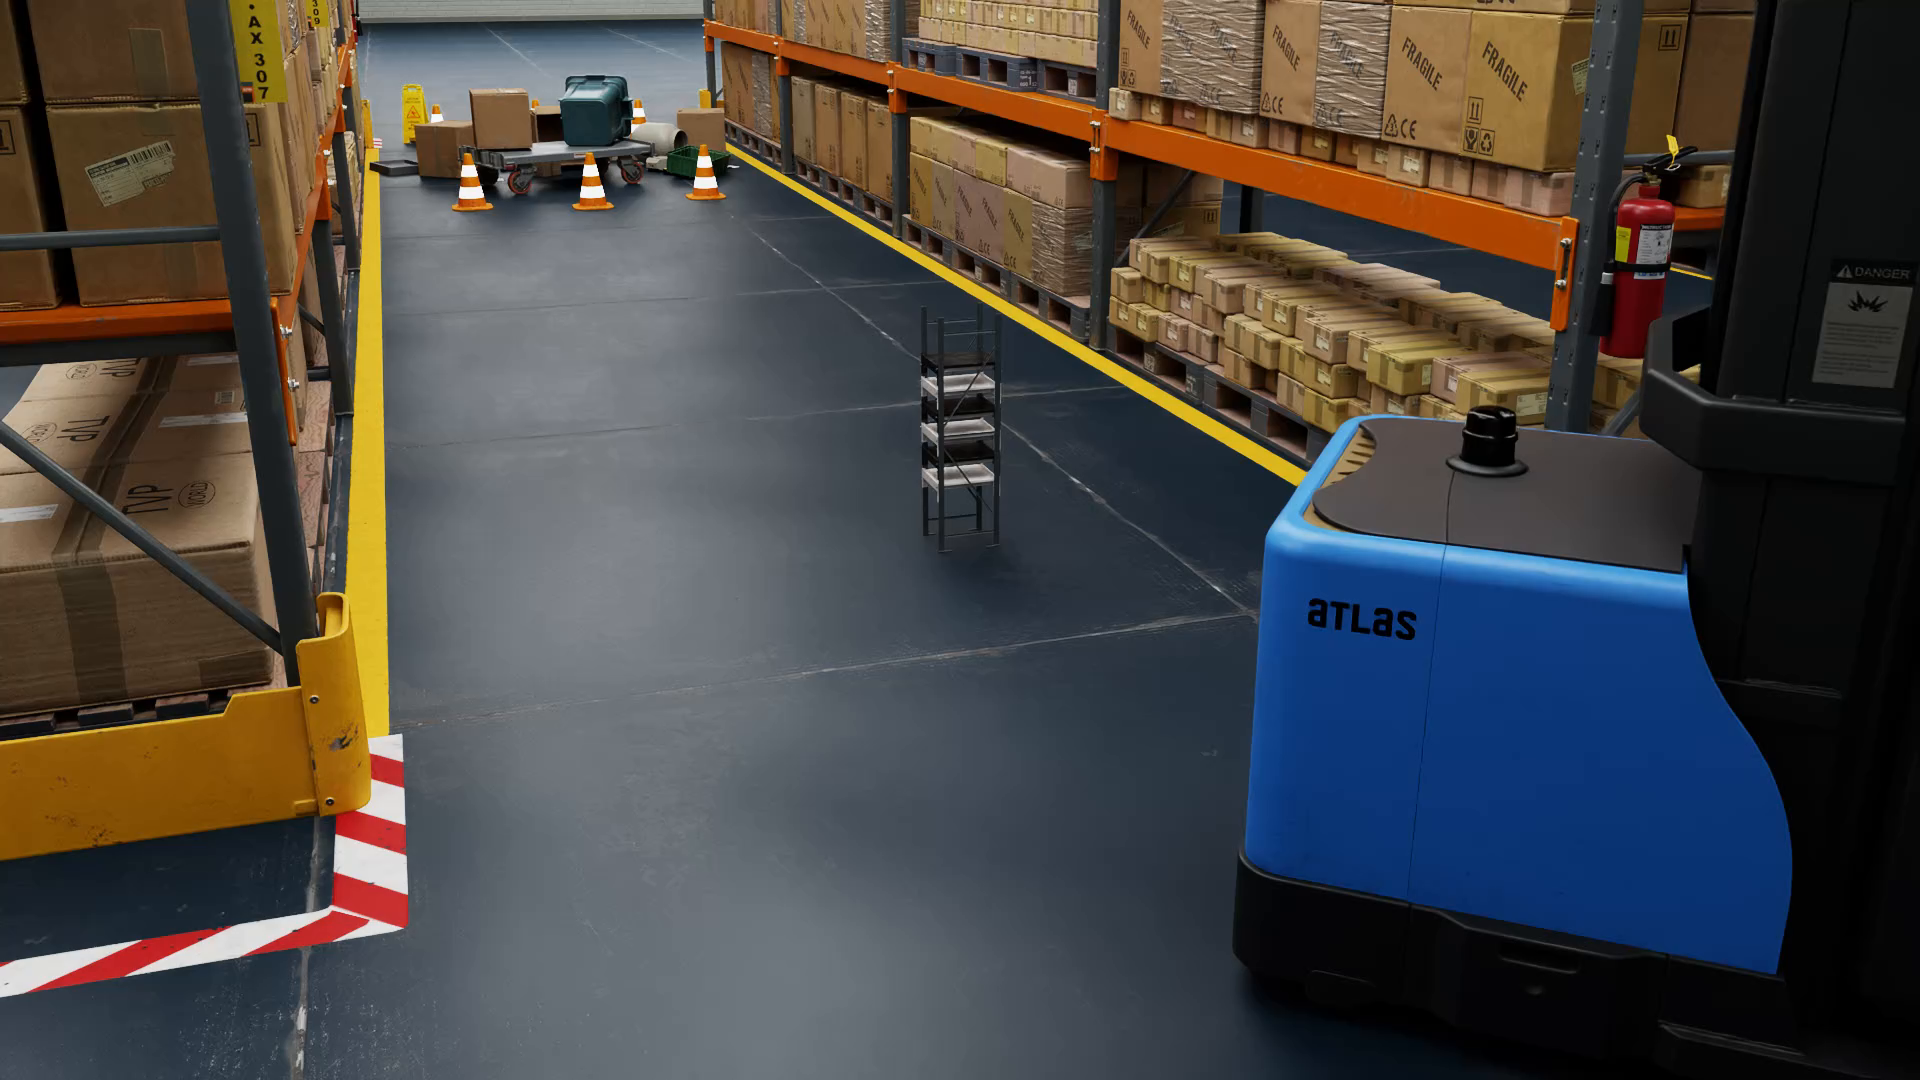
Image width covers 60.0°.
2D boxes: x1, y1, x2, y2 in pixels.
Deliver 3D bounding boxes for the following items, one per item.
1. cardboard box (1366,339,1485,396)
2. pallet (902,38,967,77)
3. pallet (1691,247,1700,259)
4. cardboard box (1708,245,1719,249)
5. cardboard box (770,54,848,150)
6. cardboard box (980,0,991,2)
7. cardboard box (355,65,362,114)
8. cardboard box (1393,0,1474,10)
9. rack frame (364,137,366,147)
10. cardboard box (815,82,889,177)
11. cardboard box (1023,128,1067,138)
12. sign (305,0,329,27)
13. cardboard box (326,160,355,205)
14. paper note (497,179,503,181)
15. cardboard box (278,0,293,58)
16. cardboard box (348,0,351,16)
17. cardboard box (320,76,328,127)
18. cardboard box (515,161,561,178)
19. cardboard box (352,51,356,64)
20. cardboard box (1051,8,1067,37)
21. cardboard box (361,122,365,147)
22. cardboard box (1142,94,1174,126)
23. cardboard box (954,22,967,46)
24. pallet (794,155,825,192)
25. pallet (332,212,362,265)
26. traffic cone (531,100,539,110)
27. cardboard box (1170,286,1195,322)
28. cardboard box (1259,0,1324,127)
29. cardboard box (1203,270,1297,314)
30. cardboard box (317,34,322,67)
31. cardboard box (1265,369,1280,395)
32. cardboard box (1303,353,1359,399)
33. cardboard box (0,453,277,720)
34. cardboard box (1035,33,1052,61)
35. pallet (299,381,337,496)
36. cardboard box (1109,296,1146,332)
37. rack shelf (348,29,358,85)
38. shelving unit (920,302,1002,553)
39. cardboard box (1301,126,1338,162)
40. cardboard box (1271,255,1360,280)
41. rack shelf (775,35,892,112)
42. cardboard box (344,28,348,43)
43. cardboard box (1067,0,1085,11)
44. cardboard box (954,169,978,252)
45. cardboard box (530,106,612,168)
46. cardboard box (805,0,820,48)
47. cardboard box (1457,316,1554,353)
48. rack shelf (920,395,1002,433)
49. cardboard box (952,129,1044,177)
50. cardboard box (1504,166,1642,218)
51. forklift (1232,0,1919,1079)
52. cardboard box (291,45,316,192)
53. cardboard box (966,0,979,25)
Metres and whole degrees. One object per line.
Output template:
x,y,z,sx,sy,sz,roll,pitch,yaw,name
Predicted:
1.849,-0.689,6.613,0.380,0.149,0.250,-7,21,-18,cardboard box
0.294,-3.513,12.044,1.213,0.211,1.003,-6,21,-17,pallet
5.265,-2.351,12.650,1.003,0.211,1.213,-6,21,-17,pallet
5.746,-2.433,11.274,1.225,0.875,0.875,-6,21,-17,cardboard box
-1.420,-4.511,17.061,0.875,0.875,0.875,-6,21,-16,cardboard box
0.344,-3.590,10.844,0.380,0.149,0.250,-6,21,-16,cardboard box
-6.547,-4.690,17.373,0.500,0.500,0.500,-6,21,-15,cardboard box
1.944,-2.194,6.021,0.500,0.500,0.500,-7,21,-19,cardboard box
-7.213,-5.830,18.210,1.000,3.000,0.127,-6,21,-17,rack frame
-0.709,-3.744,15.109,1.050,0.750,0.750,-6,21,-17,cardboard box
0.746,-2.678,11.401,0.500,0.250,0.500,-6,21,-16,cardboard box
-2.915,-2.483,7.494,0.100,0.325,0.005,-6,21,-17,sign
-5.107,-2.642,12.600,0.950,0.372,0.625,-7,21,-18,cardboard box
-4.503,-3.500,16.116,0.148,0.019,0.142,-6,21,-17,paper note
-2.561,-1.887,5.605,0.500,0.500,0.500,-6,21,-17,cardboard box
-6.628,-5.711,17.290,0.500,0.500,0.500,-6,21,-17,cardboard box
-3.494,-2.243,8.447,0.500,0.250,0.500,-7,21,-19,cardboard box
-4.175,-3.749,16.461,0.396,0.266,0.258,12,23,30,cardboard box
-6.459,-4.970,17.195,0.380,0.149,0.250,-6,21,-16,cardboard box
0.754,-3.028,9.719,0.380,0.149,0.250,-5,20,-15,cardboard box
-6.379,-4.168,17.030,0.500,0.250,0.500,-7,21,-19,cardboard box
1.156,-2.218,8.527,0.380,0.149,0.250,-6,21,-16,cardboard box
0.173,-3.476,11.407,0.380,0.149,0.250,-5,20,-15,cardboard box
-0.975,-3.553,15.995,1.003,0.211,1.213,-6,21,-17,pallet
-4.943,-2.201,12.232,1.003,0.211,1.213,-6,21,-17,pallet
-4.907,-4.862,19.268,0.336,0.463,0.334,-6,21,-17,traffic cone
1.311,-1.237,8.579,0.380,0.149,0.250,-7,21,-18,cardboard box
1.625,-2.046,7.088,0.500,0.500,0.500,-5,20,-14,cardboard box
1.400,-1.198,8.032,0.380,0.149,0.250,-6,21,-16,cardboard box
-3.503,-2.479,8.363,0.500,0.250,0.500,-6,21,-16,cardboard box
1.637,-0.754,7.674,0.380,0.149,0.250,-6,21,-16,cardboard box
1.706,-0.720,7.140,0.380,0.149,0.250,-6,21,-16,cardboard box
-2.487,0.112,4.837,0.875,0.438,0.875,-7,21,-19,cardboard box
0.676,-2.967,9.990,0.380,0.149,0.250,-7,21,-20,cardboard box
-3.277,-0.414,7.257,1.003,0.211,1.213,-6,21,-17,pallet
1.035,-1.242,9.034,0.380,0.149,0.250,-7,21,-20,cardboard box
-6.585,-4.849,16.545,1.077,0.370,4.000,-6,21,-17,rack shelf
0.003,-0.421,6.257,0.258,0.900,0.210,-6,21,-17,shelving unit
1.692,-1.716,7.129,0.380,0.149,0.250,-6,21,-16,cardboard box
1.795,-1.338,8.421,0.380,0.149,0.250,-6,21,-15,cardboard box
-0.660,-4.124,14.525,1.077,0.370,4.000,-6,21,-17,rack shelf
-5.751,-4.563,15.055,0.380,0.149,0.250,-6,21,-17,cardboard box
0.829,-3.091,9.455,0.380,0.149,0.250,-7,21,-19,cardboard box
0.276,-2.263,11.356,0.500,0.500,0.500,-7,21,-19,cardboard box
-3.956,-4.125,16.955,0.797,0.637,0.503,-6,21,-17,cardboard box
-1.065,-4.632,14.726,0.500,0.500,0.500,-6,21,-17,cardboard box
2.326,-0.835,7.019,0.380,0.149,0.250,-7,21,-20,cardboard box
0.003,-0.474,6.238,0.258,0.077,0.200,-6,21,-17,rack shelf
0.258,-2.625,11.255,0.500,0.250,0.500,-6,21,-17,cardboard box
2.112,-1.210,5.719,0.380,0.149,0.250,-6,21,-17,cardboard box
2.172,-0.357,3.074,3.031,2.935,1.130,8,21,21,forklift
-2.714,-1.580,6.230,0.500,0.500,0.500,-7,21,-18,cardboard box
0.261,-3.531,11.119,0.380,0.149,0.250,-6,21,-17,cardboard box
